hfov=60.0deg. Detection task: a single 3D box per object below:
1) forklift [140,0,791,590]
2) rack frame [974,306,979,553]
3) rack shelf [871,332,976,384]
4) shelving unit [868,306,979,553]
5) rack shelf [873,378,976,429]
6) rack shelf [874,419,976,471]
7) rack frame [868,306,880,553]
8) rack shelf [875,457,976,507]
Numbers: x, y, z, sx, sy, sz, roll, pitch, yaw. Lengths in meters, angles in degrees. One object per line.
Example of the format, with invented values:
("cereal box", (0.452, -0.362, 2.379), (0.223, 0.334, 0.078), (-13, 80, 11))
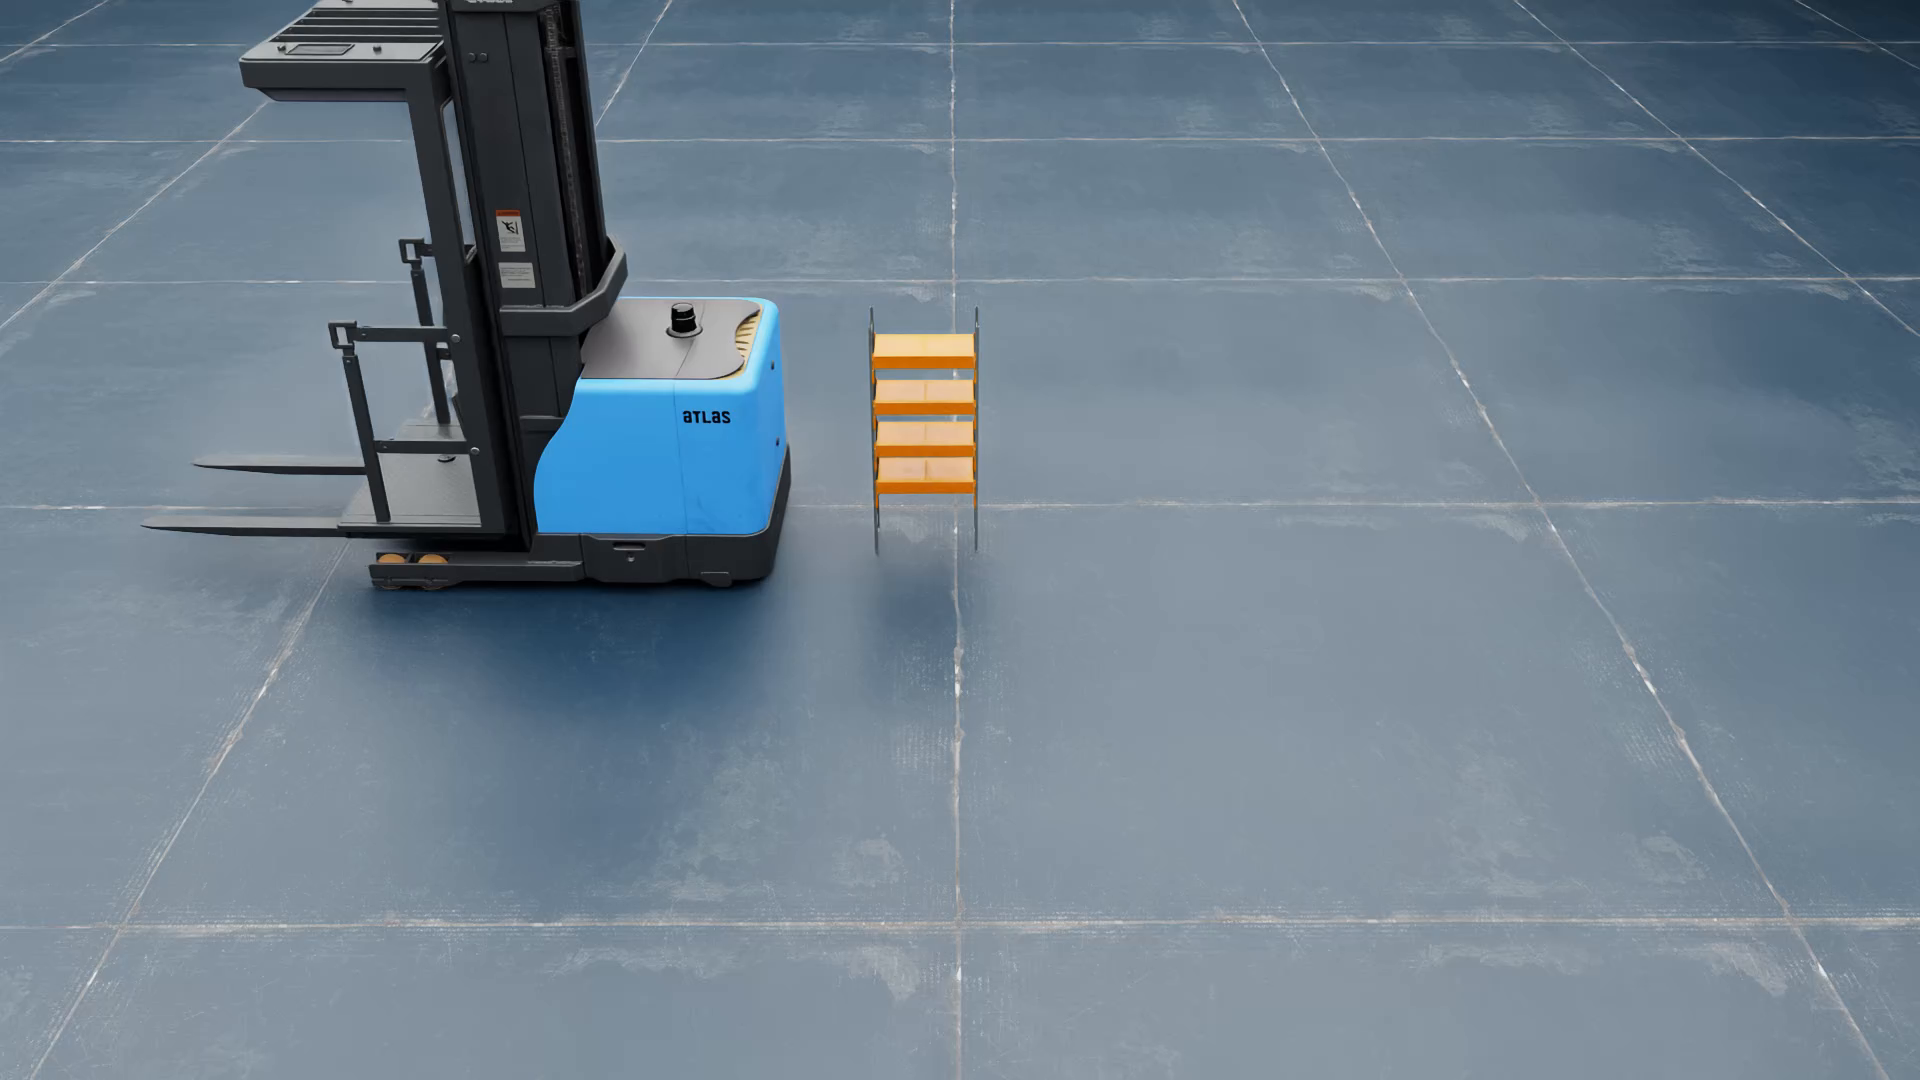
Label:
("forklift", (-2.396, -1.291, 7.552), (3.031, 2.935, 1.130), (1, 31, 1))
("rack frame", (0.078, -0.513, 7.939), (0.015, 1.200, 0.240), (0, 31, 0))
("rack shelf", (-0.166, -0.848, 7.734), (0.480, 0.148, 0.258), (0, 31, 0))
("shelving unit", (-0.166, -0.512, 7.938), (0.503, 1.200, 0.258), (0, 31, 0))
("rack shelf", (-0.166, -0.646, 7.857), (0.480, 0.148, 0.258), (0, 31, 0))
("rack shelf", (-0.166, -0.455, 7.973), (0.480, 0.148, 0.258), (0, 31, 0))
("rack frame", (-0.410, -0.512, 7.937), (0.015, 1.200, 0.240), (0, 31, 0))
("rack shelf", (-0.166, -0.285, 8.076), (0.480, 0.148, 0.258), (0, 31, 0))
